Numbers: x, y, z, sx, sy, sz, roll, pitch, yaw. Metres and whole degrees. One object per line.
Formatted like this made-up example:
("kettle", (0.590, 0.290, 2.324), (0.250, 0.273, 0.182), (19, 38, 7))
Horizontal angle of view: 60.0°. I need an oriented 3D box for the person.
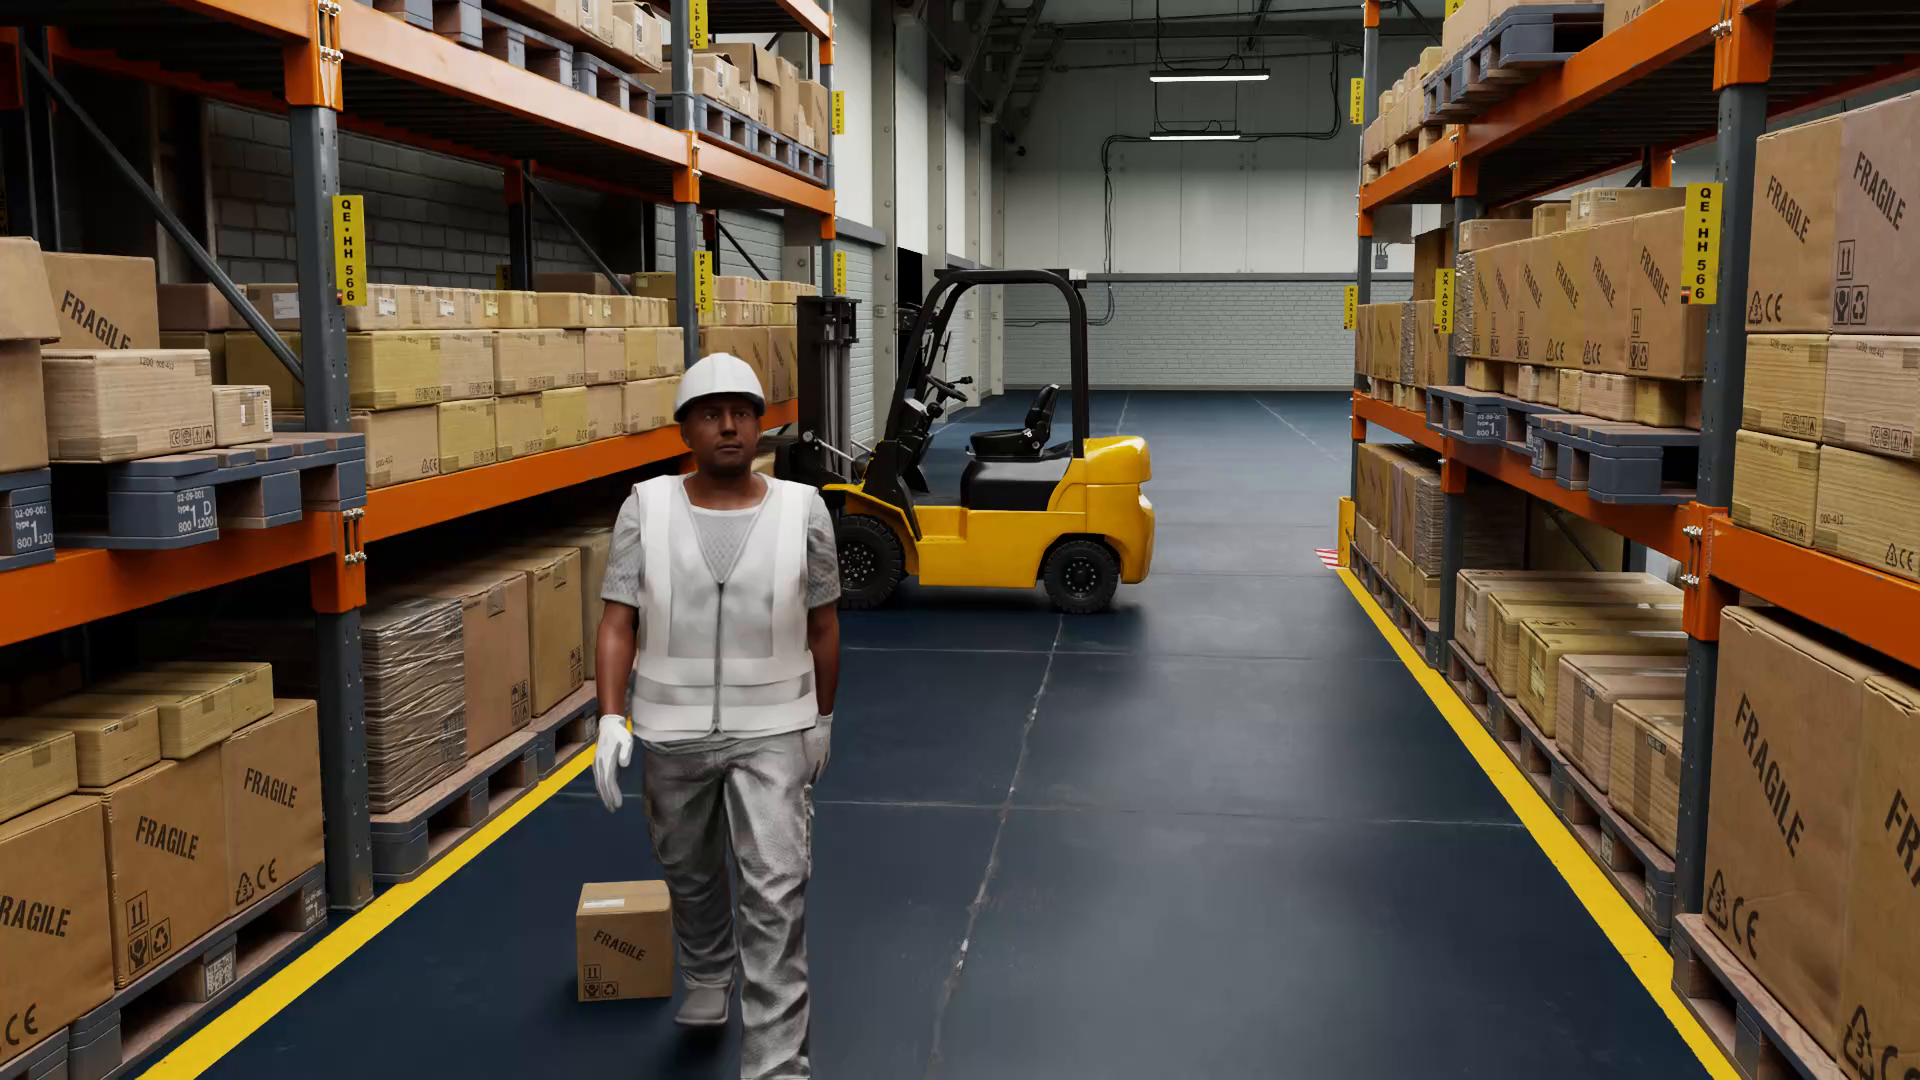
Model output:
("person", (-0.551, 0.448, 3.816), (0.551, 1.741, 1.024), (0, 8, -3))
